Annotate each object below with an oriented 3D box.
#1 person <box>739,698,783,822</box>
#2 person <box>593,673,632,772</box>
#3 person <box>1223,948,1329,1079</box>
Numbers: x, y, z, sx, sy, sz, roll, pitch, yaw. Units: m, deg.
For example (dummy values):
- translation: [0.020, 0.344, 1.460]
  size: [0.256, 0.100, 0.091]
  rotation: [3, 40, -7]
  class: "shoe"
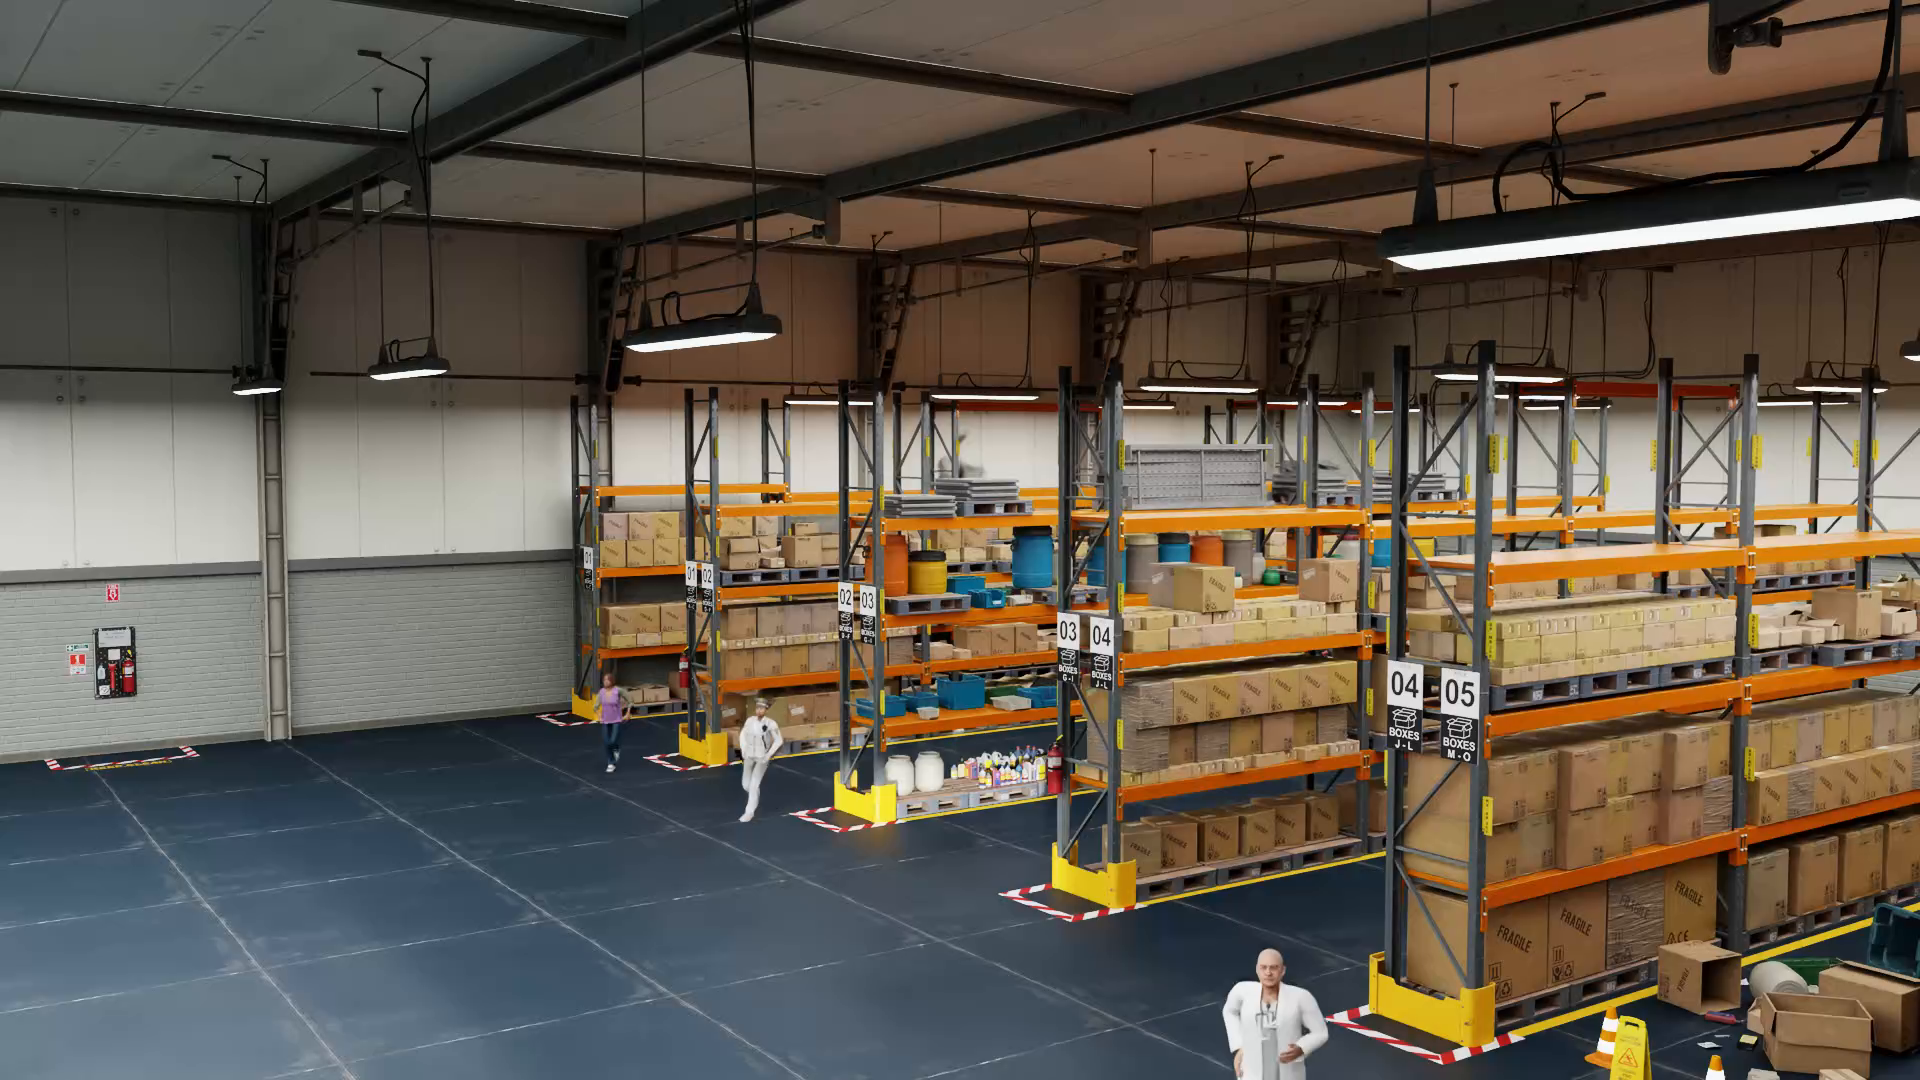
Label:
- translation: [-2.736, 2.979, 22.758]
  size: [0.636, 1.680, 0.640]
  rotation: [1, 4, 15]
  class: "person"
- translation: [-5.397, 2.841, 25.761]
  size: [0.570, 1.554, 0.606]
  rotation: [0, 3, 3]
  class: "person"
- translation: [2.082, 3.583, 11.020]
  size: [0.699, 1.795, 0.947]
  rotation: [1, 4, 12]
  class: "person"
